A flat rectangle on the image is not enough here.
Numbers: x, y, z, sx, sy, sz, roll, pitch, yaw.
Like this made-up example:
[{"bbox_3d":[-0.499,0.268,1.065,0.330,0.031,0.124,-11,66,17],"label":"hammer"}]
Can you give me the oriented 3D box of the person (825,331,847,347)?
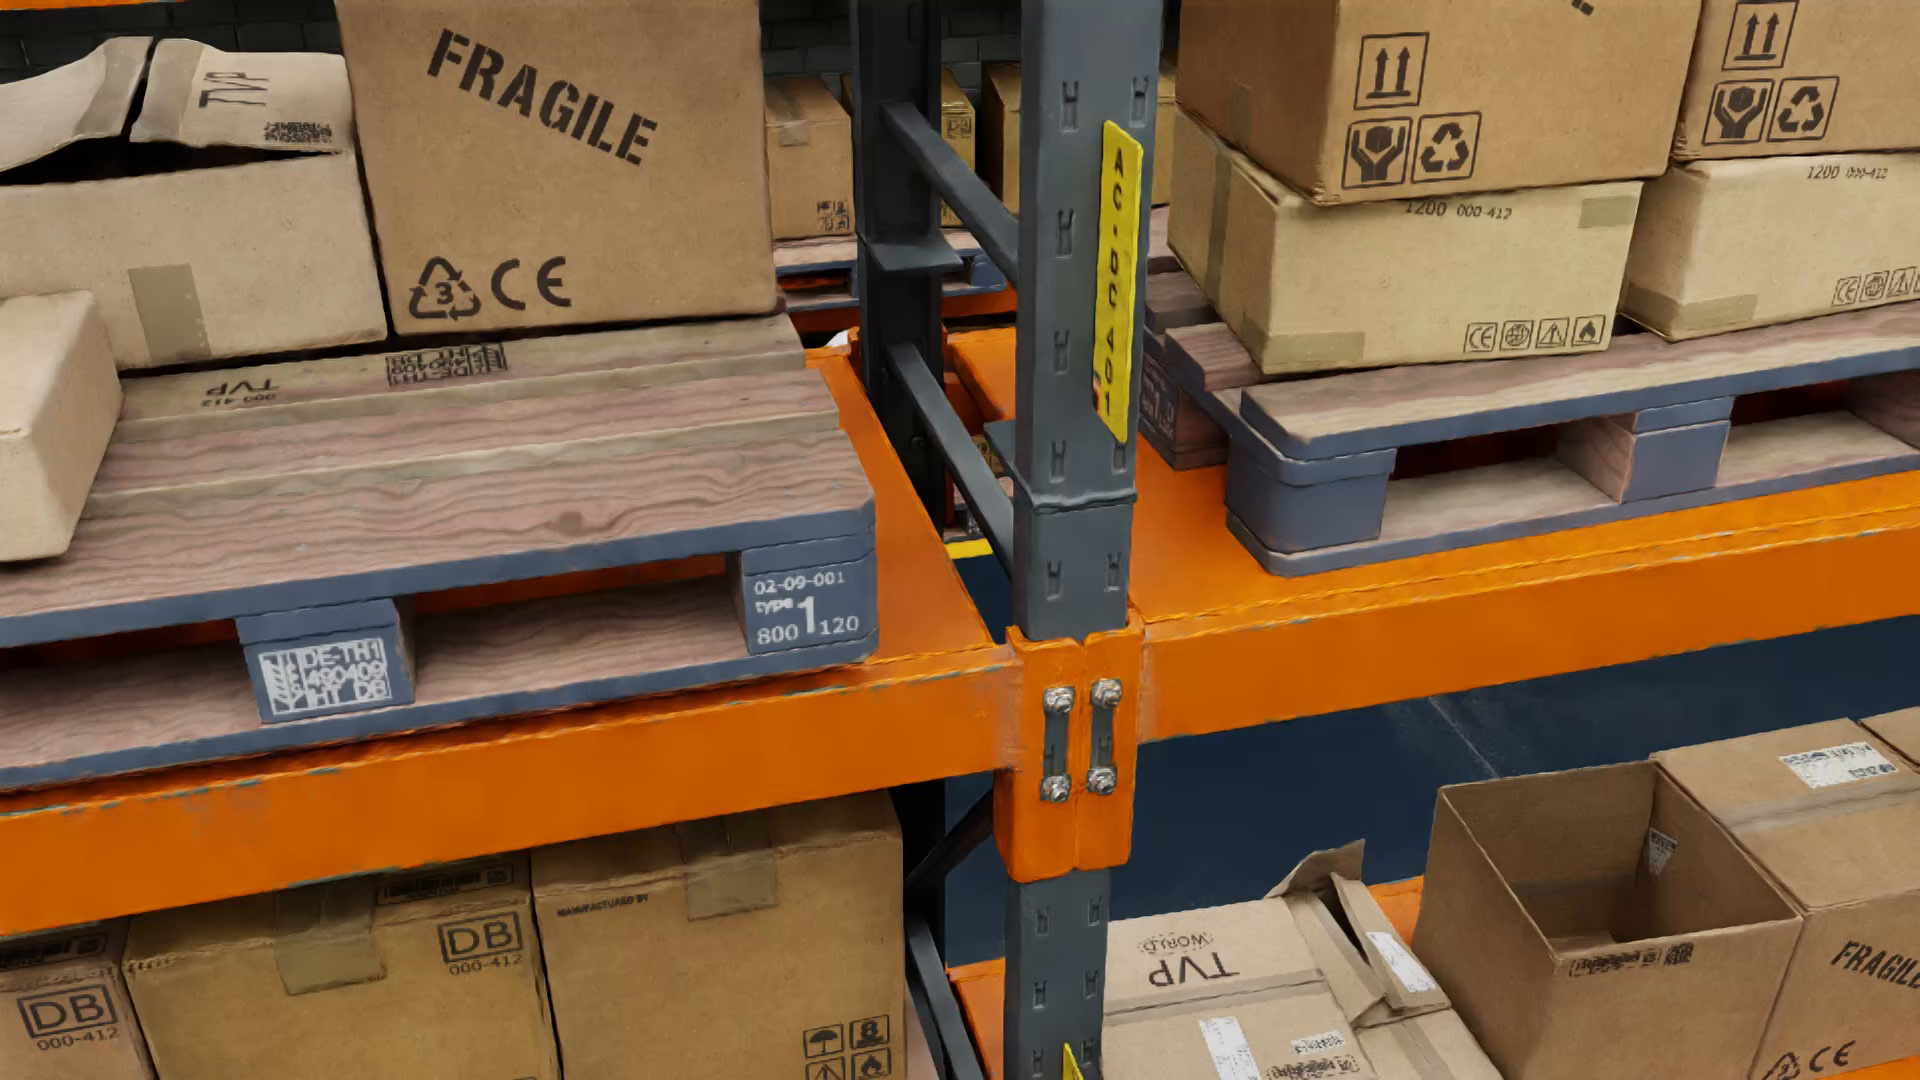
[{"bbox_3d":[-0.423,0.073,6.014,0.511,1.737,0.766,-7,31,-12],"label":"person"}]
